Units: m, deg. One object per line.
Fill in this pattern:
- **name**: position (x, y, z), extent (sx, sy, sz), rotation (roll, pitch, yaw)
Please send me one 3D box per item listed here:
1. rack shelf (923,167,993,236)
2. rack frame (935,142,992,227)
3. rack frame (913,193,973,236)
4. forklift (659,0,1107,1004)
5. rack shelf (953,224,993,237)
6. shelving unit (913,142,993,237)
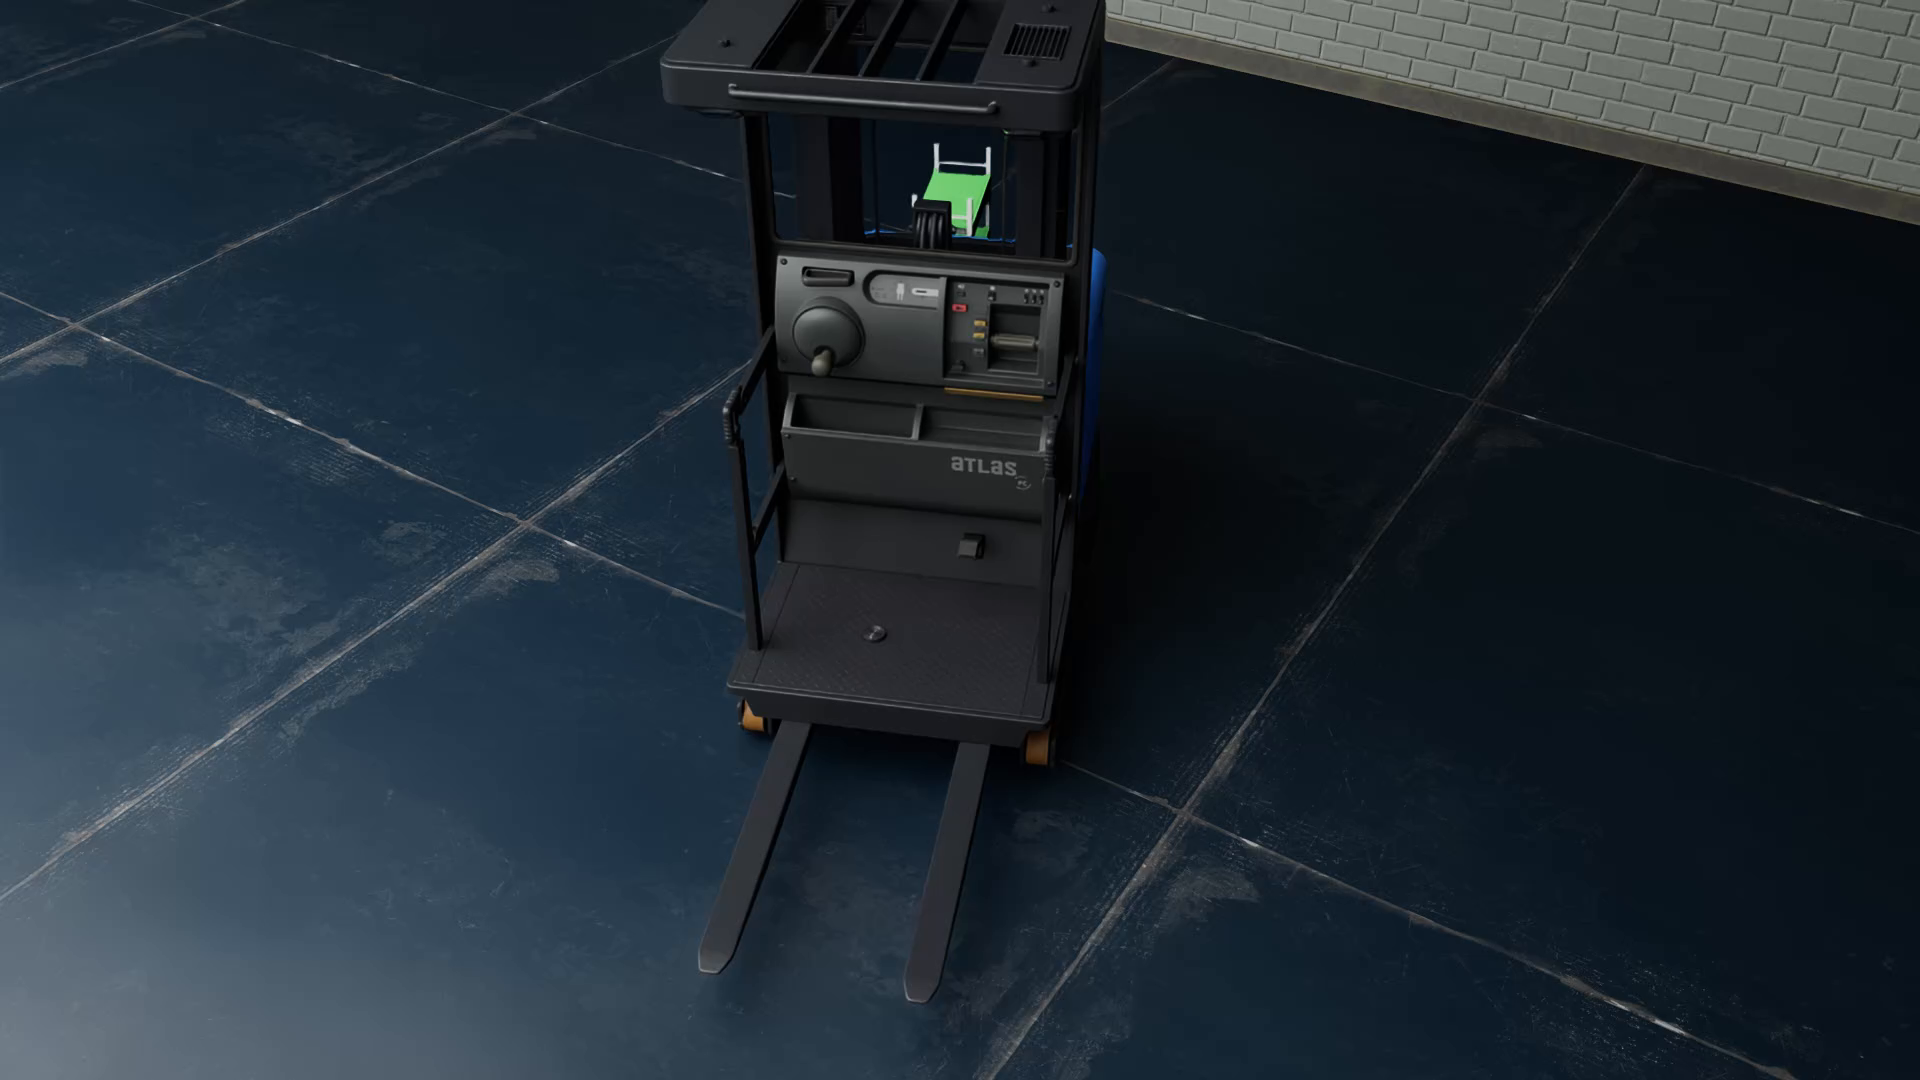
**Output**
- **rack shelf**: position (-0.027, -1.354, 6.842), extent (0.258, 0.148, 0.480), rotation (6, 38, 8)
- **rack frame**: position (0.014, -1.172, 7.287), extent (0.240, 1.200, 0.015), rotation (6, 38, 8)
- **rack frame**: position (-0.068, -0.878, 6.906), extent (0.240, 1.200, 0.015), rotation (6, 38, 8)
- **forklift**: position (-0.168, -0.623, 5.157), extent (1.130, 2.935, 3.031), rotation (6, 38, 8)
- **rack shelf**: position (-0.027, -1.164, 6.989), extent (0.258, 0.148, 0.480), rotation (6, 38, 8)
- **shelving unit**: position (-0.027, -1.025, 7.096), extent (0.258, 1.200, 0.503), rotation (6, 38, 8)
